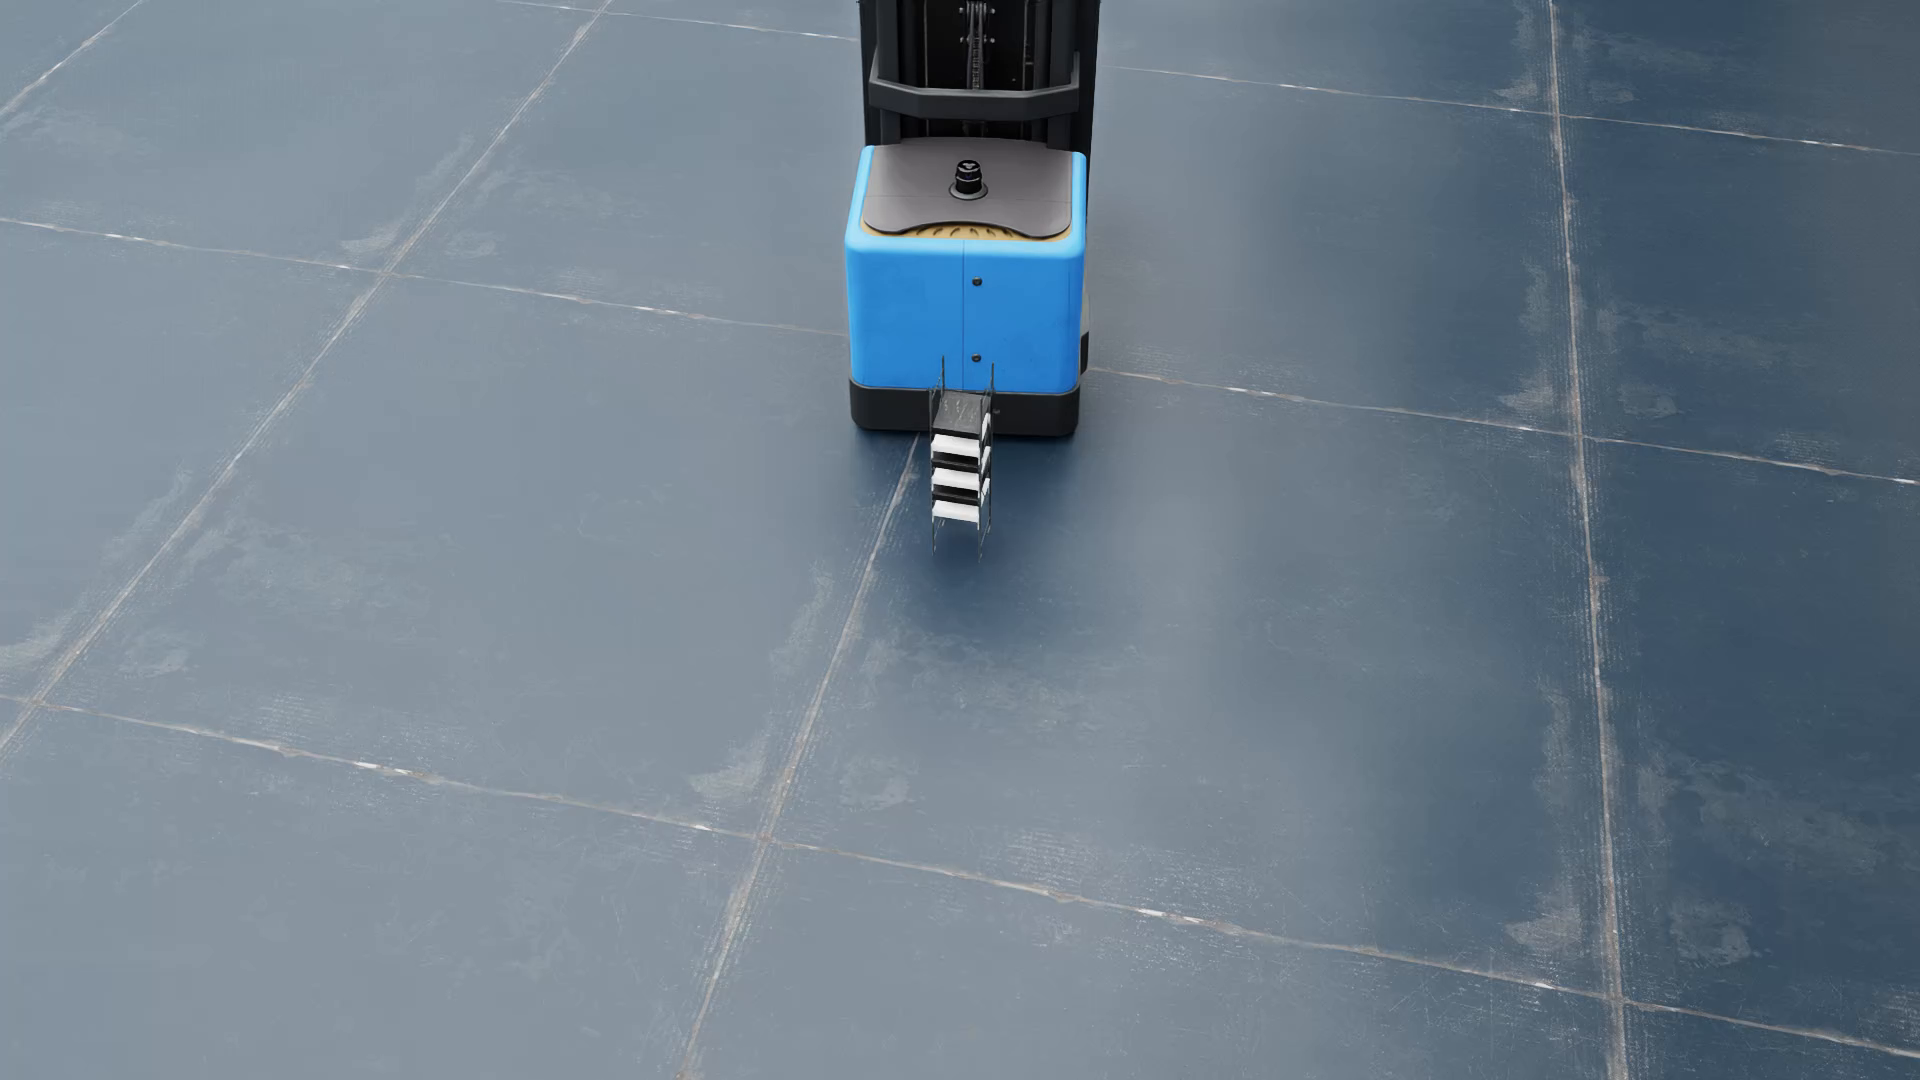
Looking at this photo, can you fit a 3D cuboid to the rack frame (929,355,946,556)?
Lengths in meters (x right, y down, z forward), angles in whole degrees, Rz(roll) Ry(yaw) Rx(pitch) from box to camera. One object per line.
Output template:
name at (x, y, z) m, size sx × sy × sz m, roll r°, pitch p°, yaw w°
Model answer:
rack frame at (-0.091, -0.338, 6.913) m, size 0.006 × 0.900 × 0.240 m, roll 9°, pitch 45°, yaw 9°

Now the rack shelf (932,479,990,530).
rack shelf at (0.008, -0.169, 7.045) m, size 0.200 × 0.077 × 0.258 m, roll 9°, pitch 45°, yaw 9°

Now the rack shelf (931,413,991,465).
rack shelf at (0.008, -0.429, 6.795) m, size 0.200 × 0.077 × 0.258 m, roll 9°, pitch 45°, yaw 9°

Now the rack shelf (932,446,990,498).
rack shelf at (0.008, -0.299, 6.920) m, size 0.200 × 0.077 × 0.258 m, roll 9°, pitch 45°, yaw 9°

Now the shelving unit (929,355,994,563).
shelving unit at (0.008, -0.323, 6.897) m, size 0.210 × 0.900 × 0.258 m, roll 9°, pitch 45°, yaw 9°

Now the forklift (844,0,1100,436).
forklift at (0.103, -2.543, 7.739) m, size 1.130 × 2.935 × 3.031 m, roll 2°, pitch 44°, yaw 2°

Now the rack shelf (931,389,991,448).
rack shelf at (0.008, -0.493, 6.733) m, size 0.200 × 0.077 × 0.258 m, roll 9°, pitch 45°, yaw 9°

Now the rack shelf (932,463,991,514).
rack shelf at (0.008, -0.234, 6.982) m, size 0.200 × 0.077 × 0.258 m, roll 9°, pitch 45°, yaw 9°

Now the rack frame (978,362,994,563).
rack frame at (0.107, -0.308, 6.881) m, size 0.006 × 0.900 × 0.240 m, roll 9°, pitch 45°, yaw 9°

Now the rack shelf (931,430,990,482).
rack shelf at (0.008, -0.364, 6.857) m, size 0.200 × 0.077 × 0.258 m, roll 9°, pitch 45°, yaw 9°
